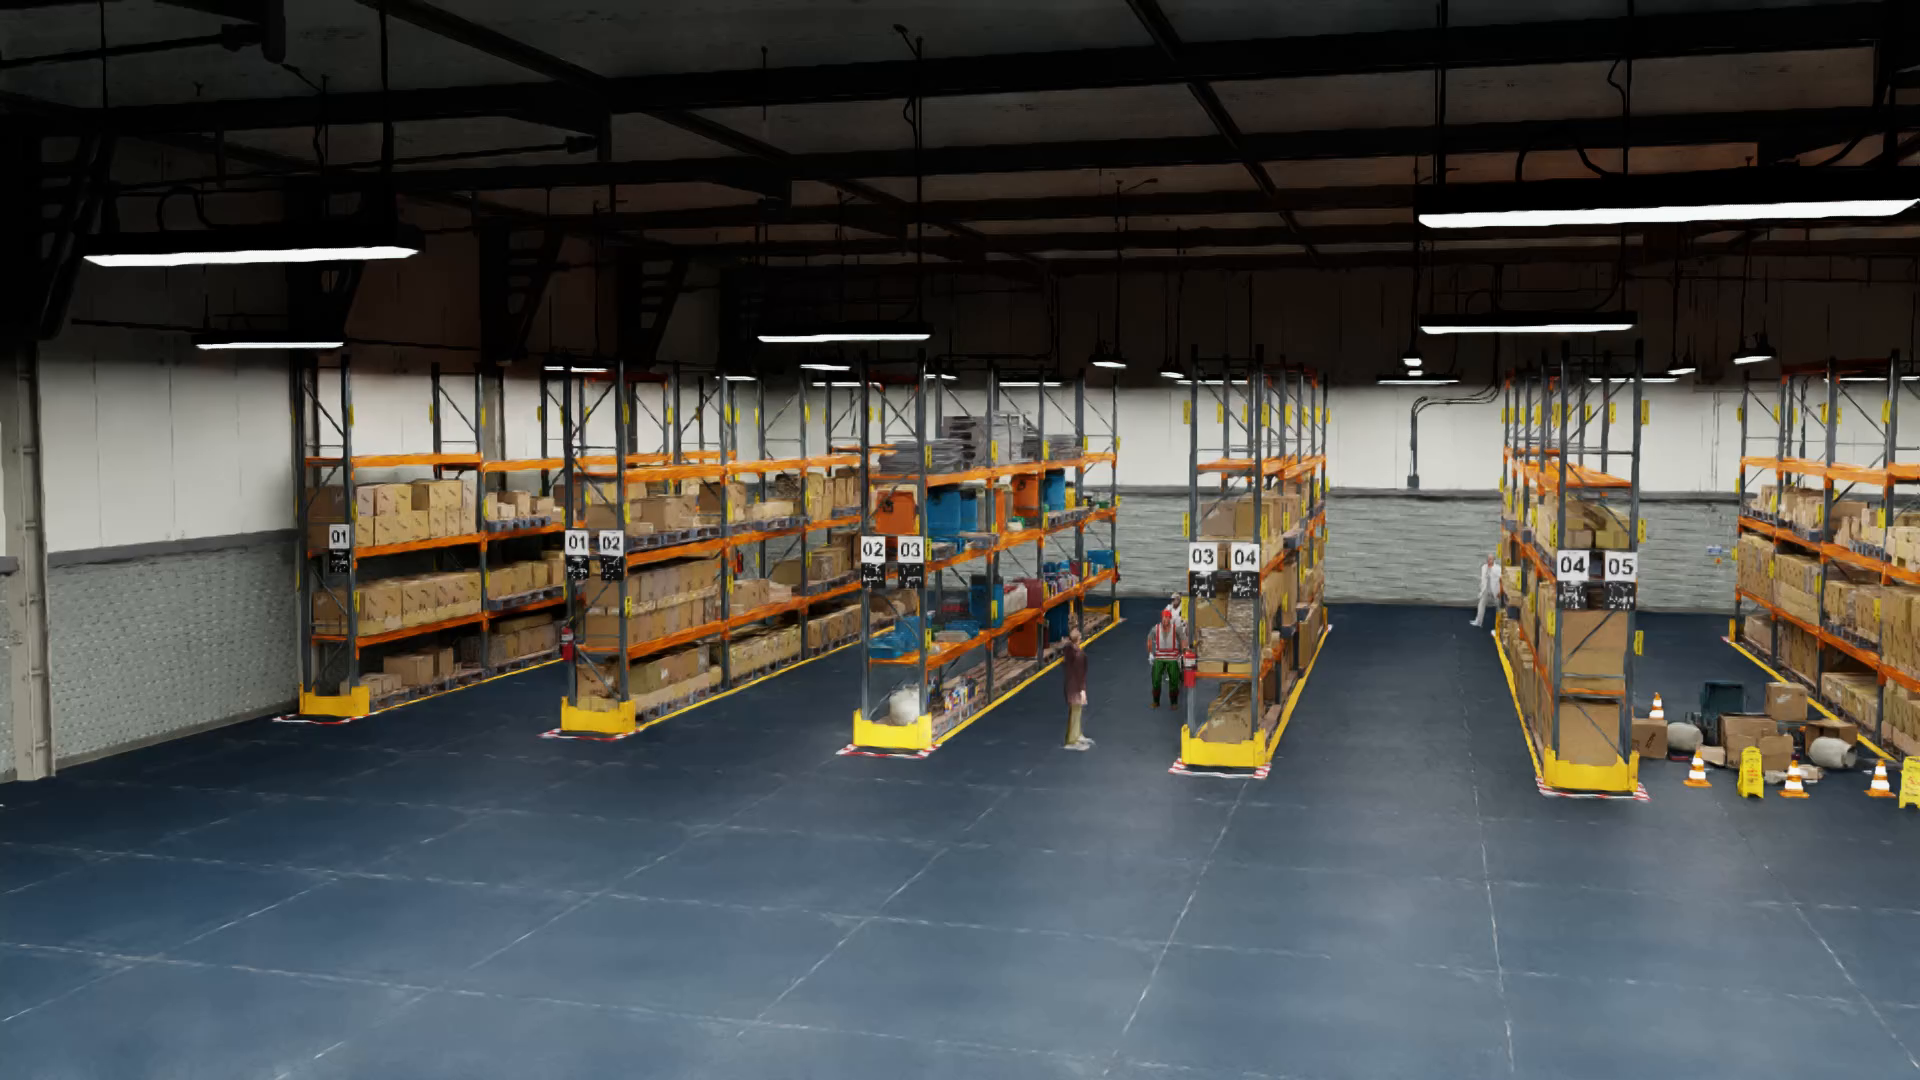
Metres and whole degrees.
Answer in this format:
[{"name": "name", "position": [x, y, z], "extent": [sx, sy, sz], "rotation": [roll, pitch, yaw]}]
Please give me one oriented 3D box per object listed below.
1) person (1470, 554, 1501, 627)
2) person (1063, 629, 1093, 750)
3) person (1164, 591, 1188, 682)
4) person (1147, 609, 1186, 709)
[{"name": "person", "position": [12.536, 1.185, 39.297], "extent": [0.629, 1.736, 0.999], "rotation": [4, 6, 43]}, {"name": "person", "position": [1.783, 2.225, 24.977], "extent": [0.514, 1.785, 0.638], "rotation": [-1, 4, -14]}, {"name": "person", "position": [4.093, 1.794, 31.305], "extent": [0.554, 1.712, 1.031], "rotation": [1, 4, 15]}, {"name": "person", "position": [3.508, 2.020, 28.295], "extent": [0.677, 1.742, 0.552], "rotation": [1, 4, 15]}]
